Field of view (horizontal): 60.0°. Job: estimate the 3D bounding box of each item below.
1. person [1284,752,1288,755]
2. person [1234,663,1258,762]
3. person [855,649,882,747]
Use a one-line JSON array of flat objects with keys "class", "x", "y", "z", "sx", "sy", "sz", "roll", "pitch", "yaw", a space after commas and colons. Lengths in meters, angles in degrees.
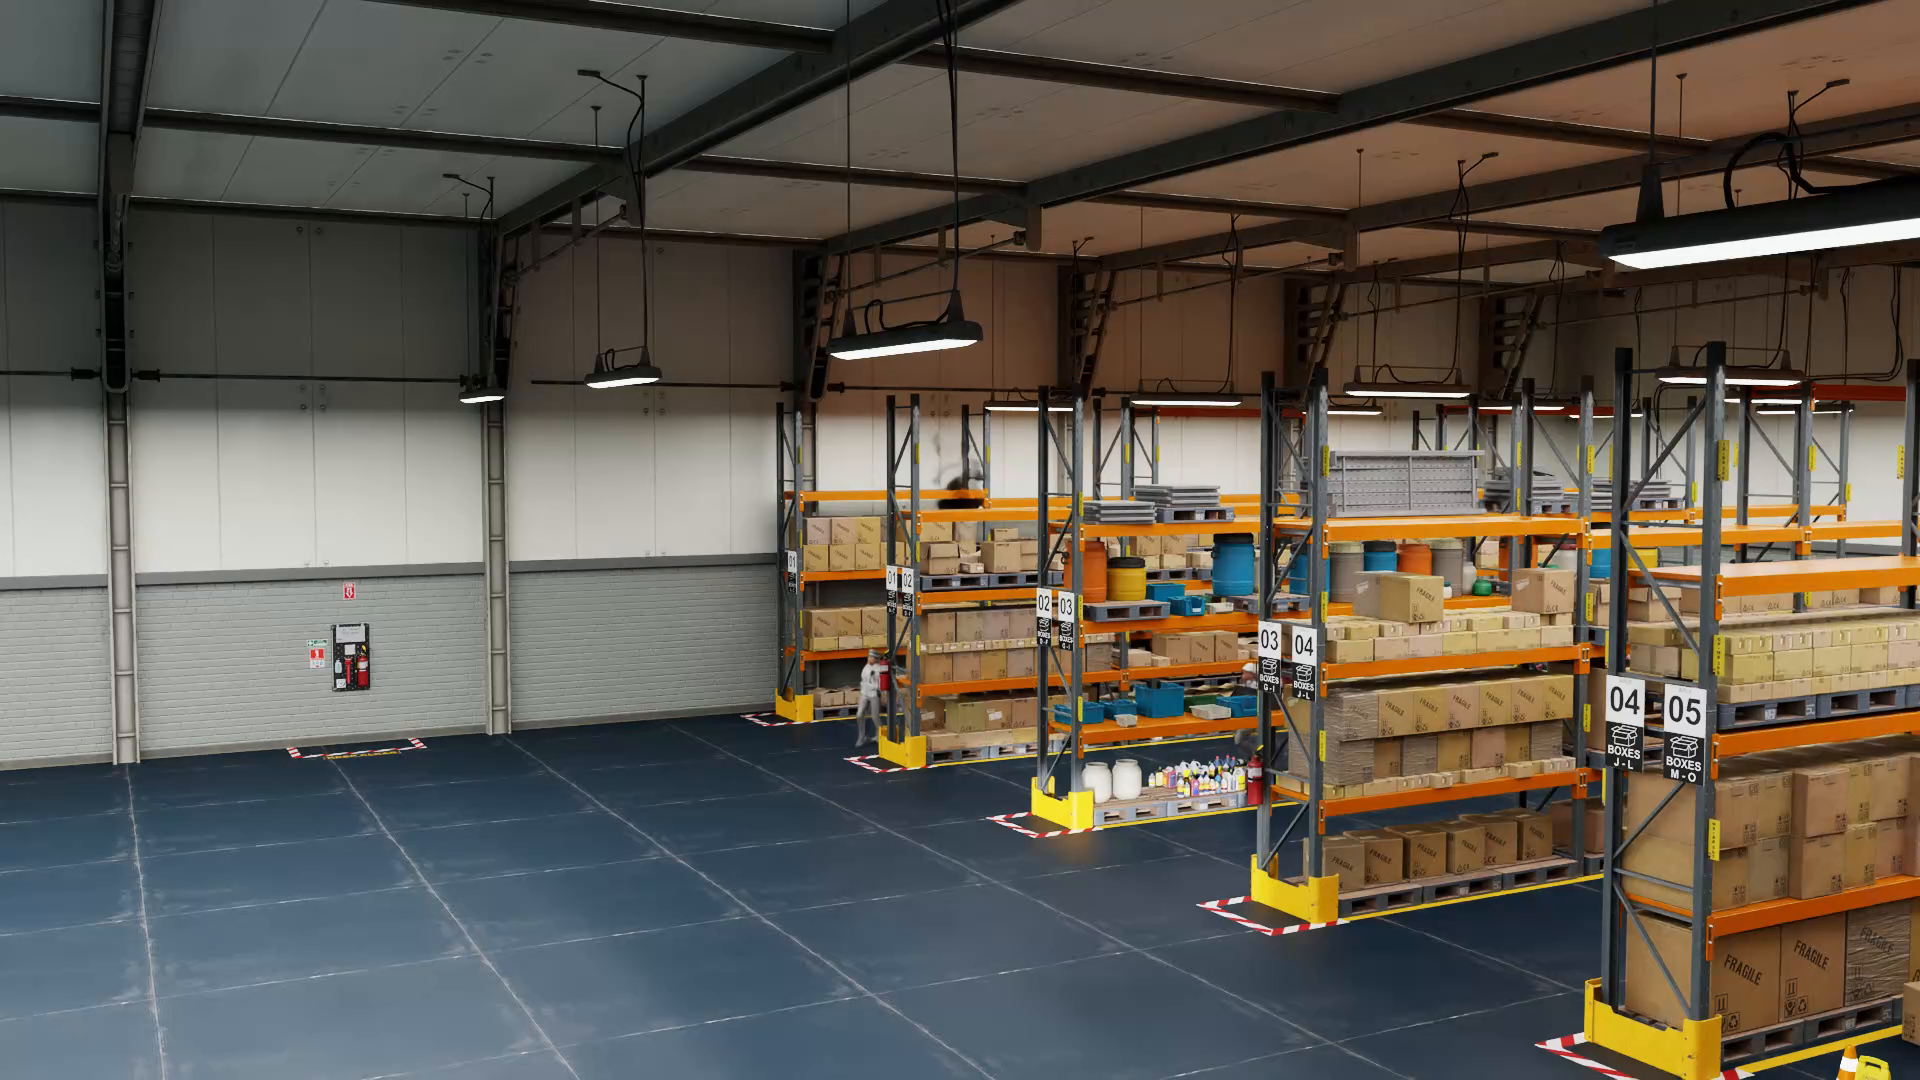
[{"class": "person", "x": 5.787, "y": 2.707, "z": 27.676, "sx": 0.933, "sy": 1.747, "sz": 0.710, "roll": -2, "pitch": 4, "yaw": -32}, {"class": "person", "x": 4.499, "y": 2.808, "z": 26.224, "sx": 0.592, "sy": 1.732, "sz": 0.645, "roll": -2, "pitch": 4, "yaw": -26}, {"class": "person", "x": -1.453, "y": 2.732, "z": 28.642, "sx": 0.602, "sy": 1.761, "sz": 0.662, "roll": 2, "pitch": 4, "yaw": 37}]
